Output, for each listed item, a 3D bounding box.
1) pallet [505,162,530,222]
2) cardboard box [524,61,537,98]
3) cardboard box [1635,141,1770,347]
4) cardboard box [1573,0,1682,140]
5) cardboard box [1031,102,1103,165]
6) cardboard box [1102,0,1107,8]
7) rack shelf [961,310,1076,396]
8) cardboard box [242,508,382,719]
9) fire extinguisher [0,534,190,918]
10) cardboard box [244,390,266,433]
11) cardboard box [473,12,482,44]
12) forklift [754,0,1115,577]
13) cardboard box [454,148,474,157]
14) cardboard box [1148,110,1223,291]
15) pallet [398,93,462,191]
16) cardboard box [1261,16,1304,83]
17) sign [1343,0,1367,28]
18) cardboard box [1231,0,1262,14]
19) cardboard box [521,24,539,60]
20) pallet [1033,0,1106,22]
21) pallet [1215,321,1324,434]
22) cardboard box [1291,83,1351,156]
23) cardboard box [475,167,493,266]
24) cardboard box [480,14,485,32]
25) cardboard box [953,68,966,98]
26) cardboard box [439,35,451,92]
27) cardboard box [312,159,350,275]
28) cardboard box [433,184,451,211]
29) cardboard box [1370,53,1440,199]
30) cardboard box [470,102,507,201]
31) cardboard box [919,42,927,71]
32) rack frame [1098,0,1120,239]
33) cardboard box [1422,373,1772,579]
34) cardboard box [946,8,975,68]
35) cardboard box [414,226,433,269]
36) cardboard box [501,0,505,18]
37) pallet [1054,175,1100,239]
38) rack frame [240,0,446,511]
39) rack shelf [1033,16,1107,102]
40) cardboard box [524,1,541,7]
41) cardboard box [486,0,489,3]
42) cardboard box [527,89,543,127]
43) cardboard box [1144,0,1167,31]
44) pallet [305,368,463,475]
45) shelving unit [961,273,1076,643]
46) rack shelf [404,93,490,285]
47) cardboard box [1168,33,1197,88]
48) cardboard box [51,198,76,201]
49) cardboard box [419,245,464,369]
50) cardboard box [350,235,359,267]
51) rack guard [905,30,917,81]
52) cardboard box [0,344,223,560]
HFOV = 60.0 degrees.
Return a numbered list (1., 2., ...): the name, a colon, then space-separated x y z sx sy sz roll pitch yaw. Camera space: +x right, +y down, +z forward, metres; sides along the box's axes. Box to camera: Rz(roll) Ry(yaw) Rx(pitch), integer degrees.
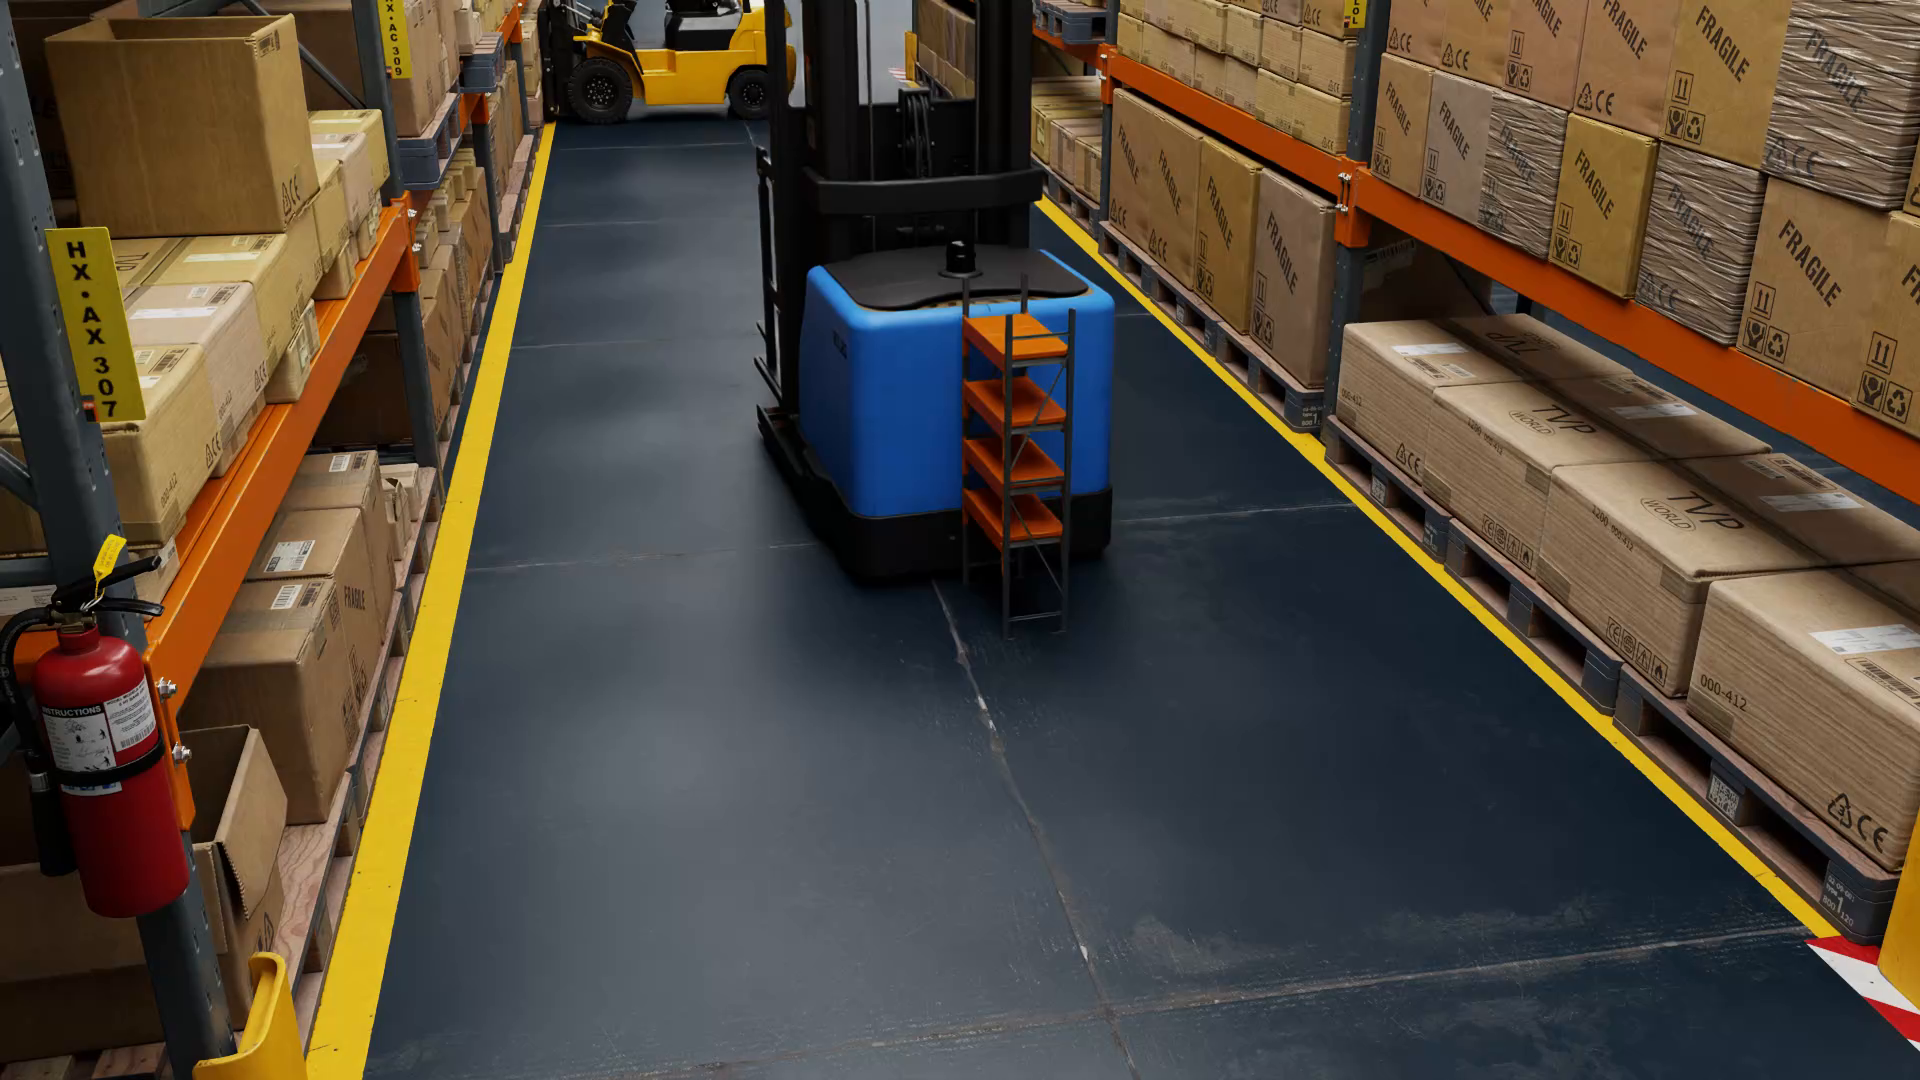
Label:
1. pallet: -3.762 -2.585 12.405 1.003 0.211 1.213 -4 24 -10
2. cardboard box: -3.952 -4.005 14.459 0.500 0.250 0.500 -4 24 -10
3. cardboard box: 2.399 -0.896 4.928 0.500 0.500 0.500 -4 24 -8
4. cardboard box: 2.303 -1.552 5.181 0.500 0.500 0.500 -4 24 -10
5. cardboard box: 1.078 -3.226 13.147 0.950 0.372 0.625 -4 24 -8
6. cardboard box: 1.160 -3.615 11.069 0.380 0.149 0.250 -3 24 -8
7. rack shelf: 0.196 -0.655 5.770 0.258 0.148 0.480 -7 25 -15
8. cardboard box: -2.086 0.240 5.051 0.500 0.500 0.500 -4 24 -9
9. fire extinguisher: -1.465 0.319 2.834 0.296 0.674 0.183 -4 24 -10
10. cardboard box: -1.954 -0.351 4.119 0.380 0.149 0.250 -4 24 -9
11. cardboard box: -2.928 -2.905 9.442 0.380 0.149 0.250 -4 24 -9
12. forklift: -0.318 -1.768 7.136 1.130 2.935 3.031 -7 25 -15
13. cardboard box: -3.086 -2.226 9.887 0.380 0.149 0.250 -5 24 -12
14. cardboard box: 1.658 -2.016 9.748 0.875 0.875 0.875 -4 24 -9
15. pallet: -2.727 -1.719 7.177 1.003 0.211 1.213 -4 24 -10
16. cardboard box: 1.771 -2.365 7.979 0.500 0.250 0.500 -4 24 -8
17. sign: 1.660 -2.303 6.928 0.100 0.325 0.005 -4 24 -10
18. cardboard box: 1.684 -2.918 8.309 0.500 0.500 0.500 -4 24 -8
19. cardboard box: -4.031 -4.437 14.822 0.500 0.250 0.500 -4 24 -10
20. pallet: 1.045 -4.114 12.661 1.003 0.211 1.213 -4 24 -10
21. pallet: 1.974 -0.873 8.485 1.003 0.211 1.213 -4 24 -10
22. cardboard box: 1.860 -1.942 7.636 0.500 0.250 0.500 -5 24 -11
23. cardboard box: -3.137 -1.954 10.075 0.500 0.500 0.500 -4 24 -8
24. cardboard box: -3.268 -3.181 10.474 0.500 0.250 0.500 -4 24 -10
25. cardboard box: 0.230 -4.353 15.881 0.500 0.250 0.500 -5 24 -11
26. cardboard box: -2.566 -2.190 7.659 0.396 0.266 0.258 -3 24 -7
27. cardboard box: -2.166 -0.976 5.053 0.500 0.250 0.500 -4 24 -10
28. cardboard box: -2.949 -1.809 8.932 0.380 0.149 0.250 -5 24 -11
29. cardboard box: 2.020 -1.695 6.758 0.500 0.500 0.500 -4 24 -8
30. cardboard box: -3.656 -2.664 11.545 0.875 0.625 0.625 -4 24 -8
31. cardboard box: -0.151 -5.168 17.745 0.500 0.250 0.500 -5 24 -10
32. rack frame: 1.451 -3.426 10.847 1.000 3.000 0.127 -4 24 -10
33. cardboard box: 2.368 -0.264 6.284 0.875 0.438 0.875 -5 24 -11
34. cardboard box: 0.147 -4.889 16.170 0.500 0.500 0.500 -3 24 -7
35. cardboard box: -2.751 -1.400 7.996 0.380 0.149 0.250 -4 24 -10
36. cardboard box: -3.655 -3.988 12.321 0.500 0.250 0.500 -4 24 -9
37. pallet: 1.308 -2.456 12.109 1.003 0.211 1.213 -4 24 -10
38. rack frame: -2.686 -1.484 6.400 1.000 3.000 0.127 -4 24 -10
39. rack shelf: 1.082 -3.883 12.792 1.077 0.370 4.000 -4 24 -10
40. cardboard box: -4.413 -5.236 16.653 0.500 0.250 0.500 -4 24 -9
41. cardboard box: -3.359 -3.607 10.825 0.500 0.250 0.500 -4 24 -8
42. cardboard box: -3.930 -3.778 14.563 0.500 0.250 0.500 -4 24 -9
43. cardboard box: 1.397 -3.166 9.813 0.500 0.250 0.500 -4 24 -8
44. pallet: -2.874 -0.523 7.685 1.003 0.211 1.213 -4 24 -10
45. shelving unit: 0.196 -0.295 5.927 0.258 1.200 0.503 -7 25 -15
46. rack shelf: -3.056 -1.941 8.345 1.077 0.370 4.000 -4 24 -10
47. cardboard box: 1.498 -2.739 9.461 0.500 0.250 0.500 -4 24 -8
48. cardboard box: -2.667 -0.937 4.963 0.500 0.250 0.500 -4 24 -9
49. cardboard box: -2.751 -1.143 8.218 0.500 0.500 0.500 -5 24 -11
50. cardboard box: -2.216 -0.956 5.505 0.380 0.149 0.250 -4 24 -8
51. rack guard: -0.014 -5.398 18.484 1.175 0.500 0.348 -4 24 -10
52. cardboard box: -1.766 -0.177 3.223 0.500 0.250 0.500 -4 24 -9
